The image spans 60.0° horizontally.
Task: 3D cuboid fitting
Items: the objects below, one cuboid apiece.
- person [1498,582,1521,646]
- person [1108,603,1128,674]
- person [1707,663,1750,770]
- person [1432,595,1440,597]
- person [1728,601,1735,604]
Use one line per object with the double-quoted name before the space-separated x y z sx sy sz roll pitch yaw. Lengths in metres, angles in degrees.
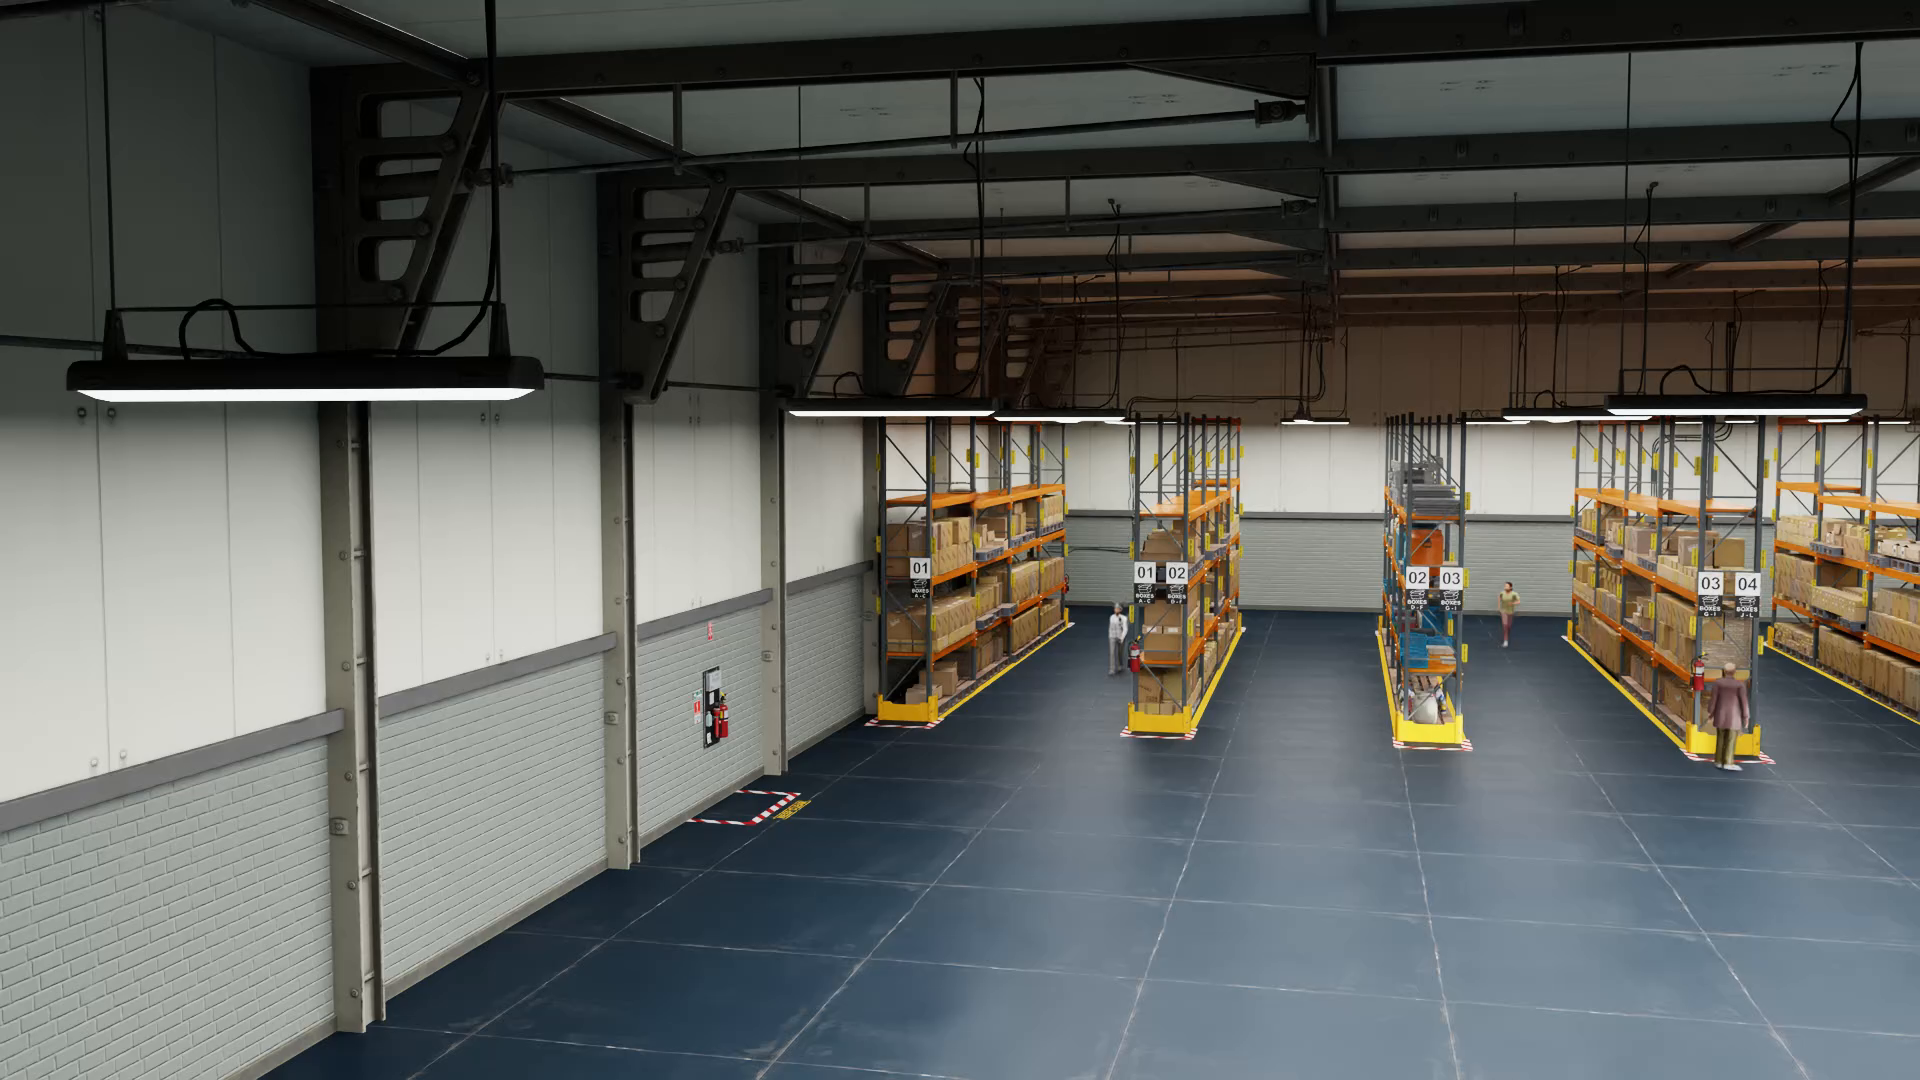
"person" 14.400 1.917 43.572 0.531 1.643 0.997 1 4 11
"person" 3.666 2.275 38.673 0.480 1.640 0.983 1 4 10
"person" 12.861 2.946 27.802 0.385 1.792 0.679 -4 5 -44
"person" 13.552 1.707 47.647 0.452 1.558 0.731 0 4 -3
"person" 20.514 1.839 44.377 1.067 1.713 0.626 -3 5 -37
